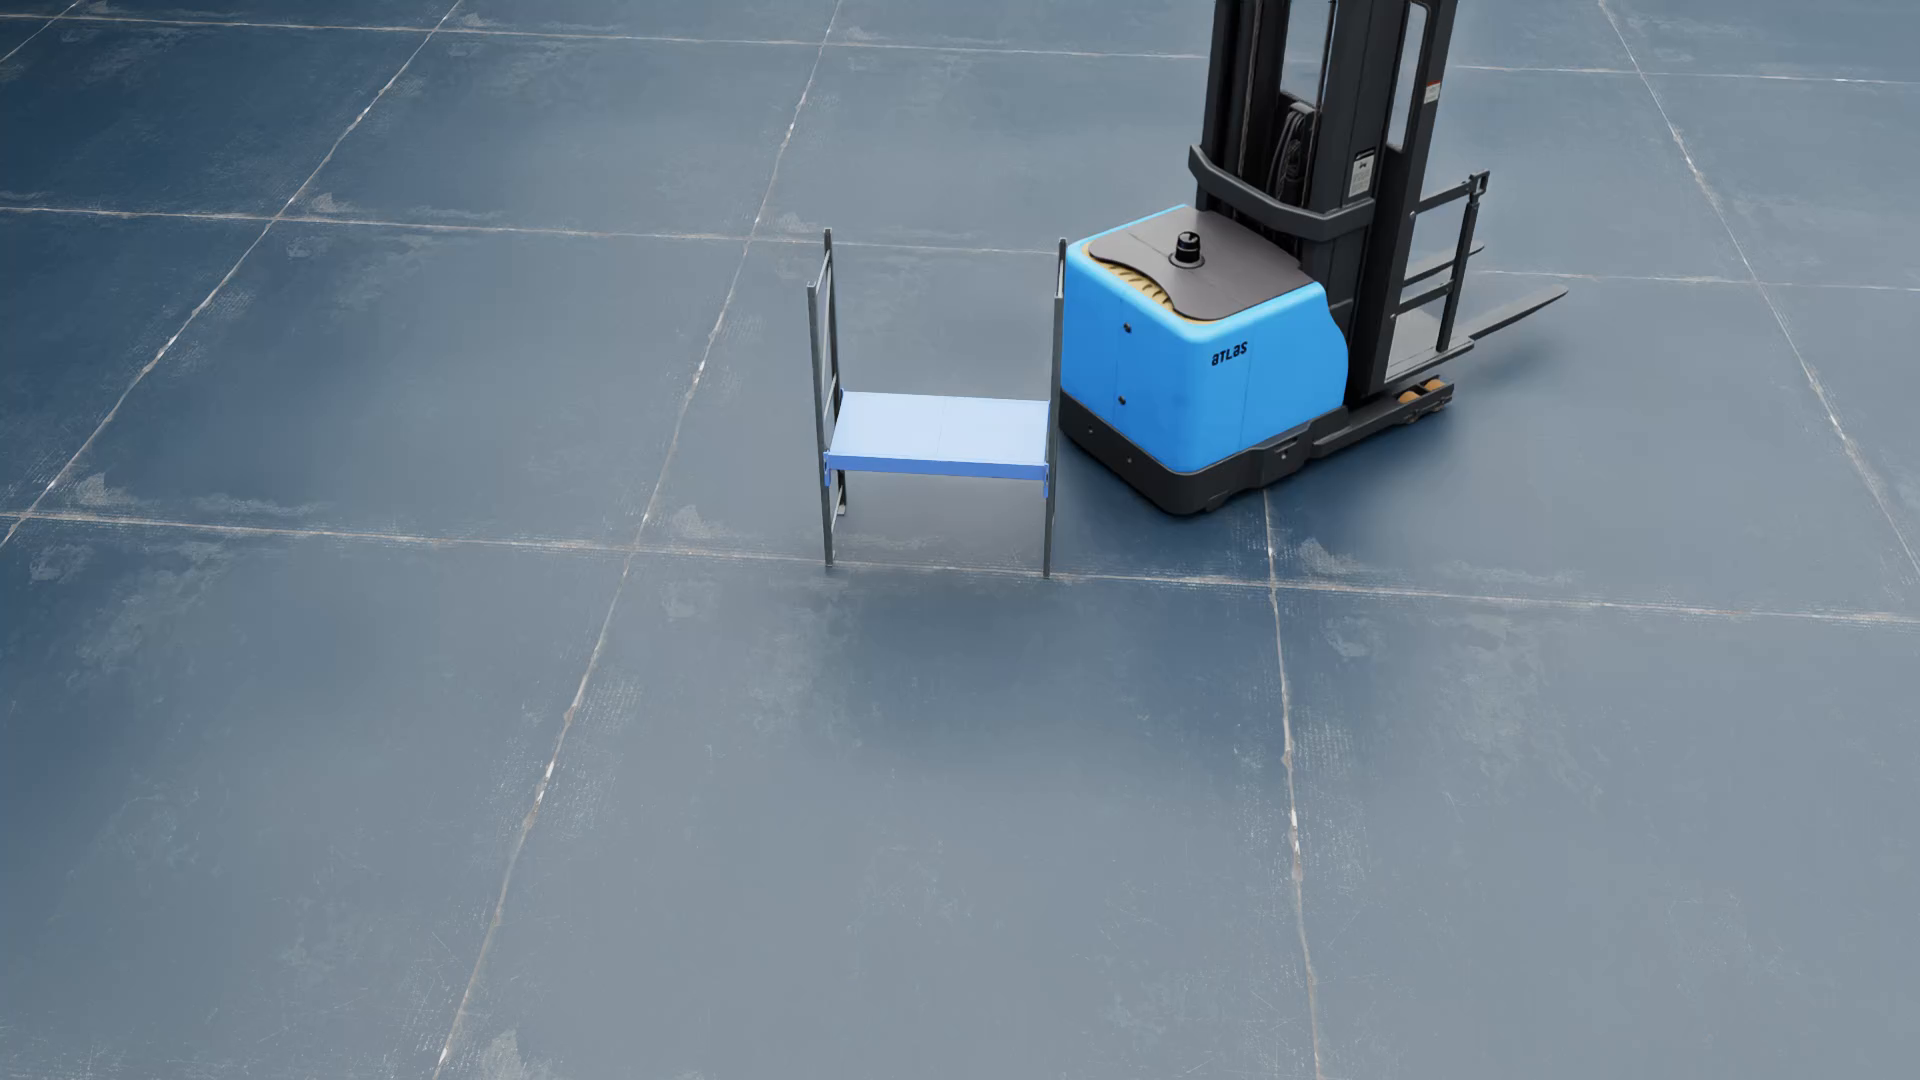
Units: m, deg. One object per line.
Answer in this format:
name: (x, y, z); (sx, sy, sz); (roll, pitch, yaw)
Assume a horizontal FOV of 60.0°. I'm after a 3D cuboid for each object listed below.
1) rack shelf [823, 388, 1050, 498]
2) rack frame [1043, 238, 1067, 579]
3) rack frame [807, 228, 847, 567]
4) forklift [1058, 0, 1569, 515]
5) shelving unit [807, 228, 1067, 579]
rack shelf: (-0.085, -0.447, 7.566); (1.000, 0.185, 0.538); (3, 39, 4)
rack frame: (0.421, -0.559, 7.419); (0.032, 1.500, 0.500); (3, 39, 4)
rack frame: (-0.591, -0.614, 7.487); (0.032, 1.500, 0.500); (3, 39, 4)
forklift: (1.976, -1.993, 8.048); (3.031, 2.935, 1.130); (-24, 45, -26)
shelving unit: (-0.085, -0.586, 7.453); (1.048, 1.500, 0.538); (3, 39, 4)
